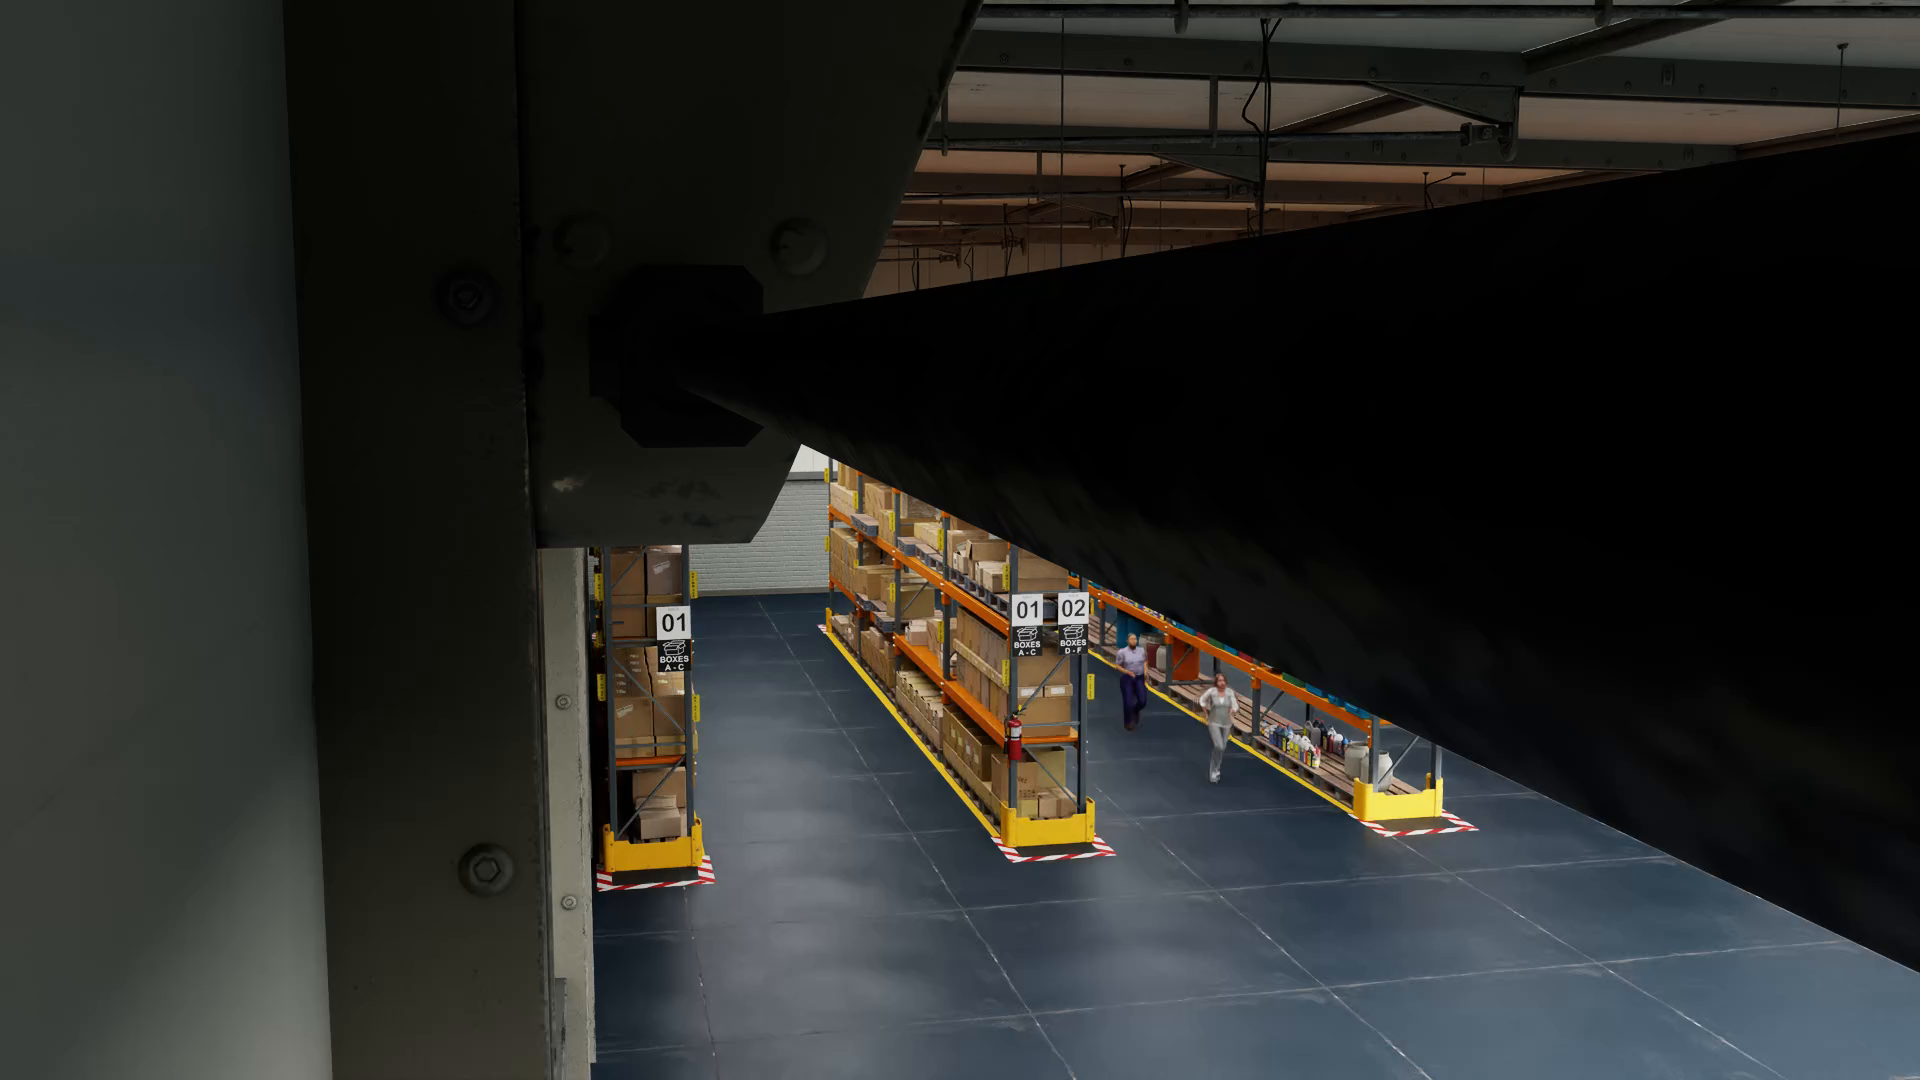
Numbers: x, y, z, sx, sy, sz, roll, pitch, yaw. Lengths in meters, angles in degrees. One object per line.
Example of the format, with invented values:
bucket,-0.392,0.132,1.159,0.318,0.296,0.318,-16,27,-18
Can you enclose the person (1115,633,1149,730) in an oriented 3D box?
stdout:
person,2.838,2.319,27.160,0.600,1.608,0.538,-2,7,-13

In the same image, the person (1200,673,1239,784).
person,3.749,2.708,23.986,0.517,1.598,0.686,-1,7,-8
